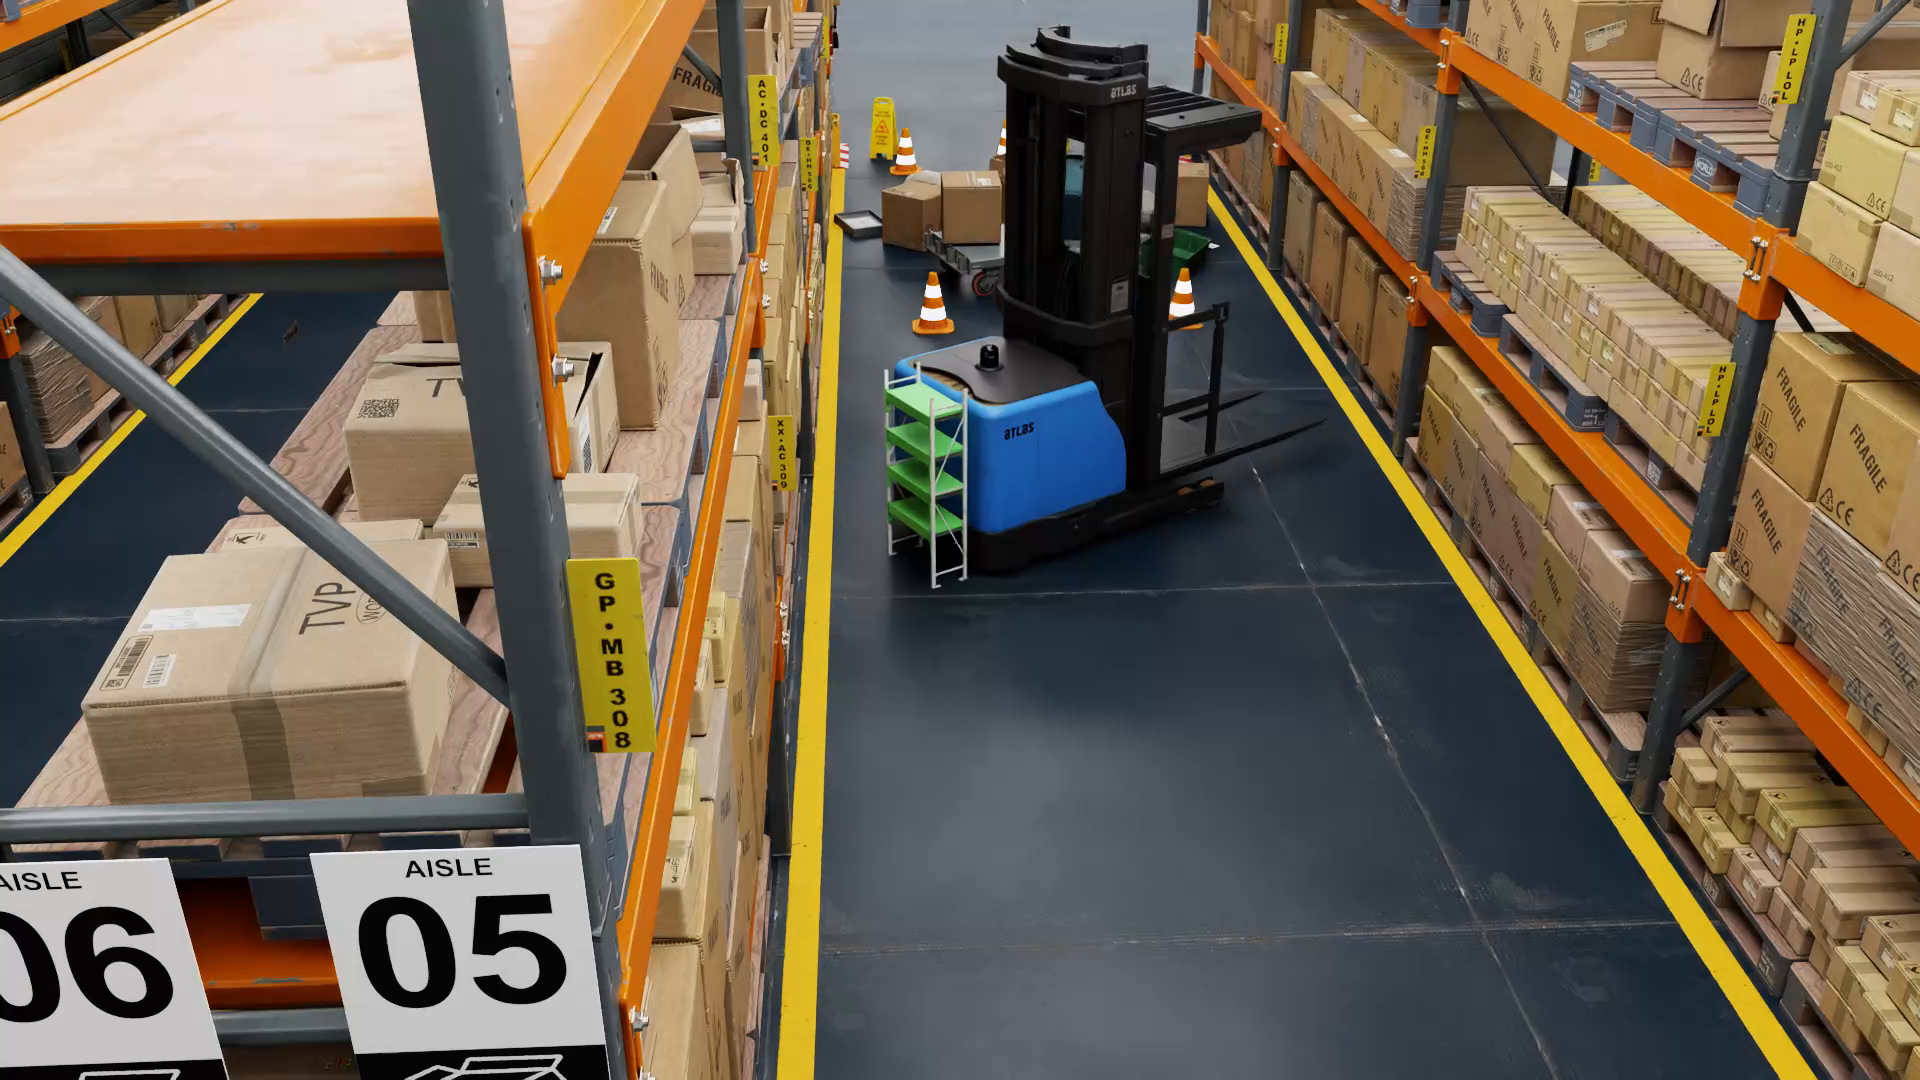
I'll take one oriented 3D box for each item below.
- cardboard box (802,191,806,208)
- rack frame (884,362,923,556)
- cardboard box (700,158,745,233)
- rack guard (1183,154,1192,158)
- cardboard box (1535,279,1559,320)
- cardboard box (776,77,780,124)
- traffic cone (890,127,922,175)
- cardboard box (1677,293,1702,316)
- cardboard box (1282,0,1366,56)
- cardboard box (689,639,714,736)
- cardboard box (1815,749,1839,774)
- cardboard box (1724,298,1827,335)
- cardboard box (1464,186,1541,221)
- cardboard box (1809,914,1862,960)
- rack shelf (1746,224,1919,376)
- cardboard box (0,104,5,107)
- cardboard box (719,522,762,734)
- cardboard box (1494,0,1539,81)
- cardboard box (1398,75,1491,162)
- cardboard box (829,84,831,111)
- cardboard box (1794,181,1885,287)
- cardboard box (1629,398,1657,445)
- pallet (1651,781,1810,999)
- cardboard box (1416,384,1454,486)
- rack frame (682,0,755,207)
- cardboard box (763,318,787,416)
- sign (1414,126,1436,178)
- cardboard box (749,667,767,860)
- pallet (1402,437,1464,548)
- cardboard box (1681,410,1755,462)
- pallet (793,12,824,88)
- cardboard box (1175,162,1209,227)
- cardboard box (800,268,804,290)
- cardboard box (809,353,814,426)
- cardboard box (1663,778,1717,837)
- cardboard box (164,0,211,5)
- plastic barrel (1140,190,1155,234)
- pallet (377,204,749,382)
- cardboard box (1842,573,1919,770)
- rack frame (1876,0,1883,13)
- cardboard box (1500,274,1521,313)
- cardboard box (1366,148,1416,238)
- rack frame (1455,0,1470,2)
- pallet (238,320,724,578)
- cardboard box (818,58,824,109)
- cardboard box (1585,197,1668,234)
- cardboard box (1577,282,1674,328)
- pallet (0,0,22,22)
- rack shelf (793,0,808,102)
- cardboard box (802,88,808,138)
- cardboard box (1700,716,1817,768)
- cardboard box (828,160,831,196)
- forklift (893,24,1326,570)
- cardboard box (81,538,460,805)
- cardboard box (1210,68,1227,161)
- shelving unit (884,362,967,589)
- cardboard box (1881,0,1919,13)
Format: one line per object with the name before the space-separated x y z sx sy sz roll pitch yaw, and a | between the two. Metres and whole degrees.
cardboard box | -1.248 -2.376 11.379 0.380 0.149 0.250 -1 28 -2
rack frame | -0.333 -0.468 9.850 0.240 1.200 0.015 -17 32 -29
cardboard box | -0.912 -1.126 5.505 0.396 0.266 0.258 -1 28 -1
rack guard | 3.045 -4.523 18.382 1.175 0.500 0.348 -1 28 -3
cardboard box | 3.358 -1.310 9.014 0.380 0.149 0.250 -2 28 -3
cardboard box | -0.981 -1.918 7.239 0.380 0.166 0.250 -3 28 -6
traffic cone | -0.581 -4.162 17.730 0.336 0.463 0.334 -1 28 -3
cardboard box | 4.028 -1.201 8.804 0.380 0.149 0.250 -2 28 -4
cardboard box | 3.270 -4.490 14.285 0.875 0.550 0.550 -1 28 -3
cardboard box | -0.851 0.389 4.369 0.380 0.149 0.250 -1 28 -2
cardboard box | 3.952 0.893 7.279 0.380 0.149 0.250 -1 28 -1
cardboard box | 4.056 -1.091 8.272 0.380 0.149 0.250 -2 28 -3
cardboard box | 3.295 -2.044 10.100 0.380 0.149 0.250 -1 28 -3
cardboard box | 3.526 1.521 6.397 0.380 0.149 0.250 0 28 0
rack shelf | 3.778 -0.166 4.859 1.077 0.370 4.000 -1 28 -3
cardboard box | -6.821 -3.060 12.064 0.380 0.149 0.250 -2 28 -3
cardboard box | -0.910 0.280 5.279 0.500 0.500 0.500 -1 28 -2
cardboard box | 3.262 -2.799 9.022 0.500 0.500 0.500 -1 28 -3
cardboard box | 3.423 -2.855 11.291 0.700 0.500 0.500 -2 28 -3
cardboard box | -1.589 -4.390 17.132 0.500 0.500 0.500 -1 28 -2
cardboard box | 3.434 -1.122 6.076 0.500 0.250 0.500 0 28 0
cardboard box | 3.429 -0.567 7.912 0.380 0.149 0.250 -1 28 -3
pallet | 3.744 1.467 7.209 1.003 0.211 1.213 -1 28 -3
cardboard box | 3.246 -0.671 10.542 0.500 0.500 0.500 -3 28 -5
rack frame | -1.265 -2.573 5.451 1.000 3.000 0.127 -1 28 -3
cardboard box | -1.001 -0.610 6.987 0.500 0.500 0.500 -1 28 -2
sign | 2.910 -2.424 10.403 0.100 0.325 0.005 -1 28 -3
cardboard box | -0.912 0.720 5.517 0.500 0.500 0.500 -2 28 -3
pallet | 3.504 -0.329 10.652 1.003 0.211 1.213 -1 28 -3
cardboard box | 3.455 -0.464 7.393 0.380 0.149 0.250 -1 28 -1
pallet | -1.387 -2.710 9.163 1.213 0.211 1.003 0 28 0
cardboard box | 2.150 -3.358 16.145 0.500 0.500 0.500 3 28 6
cardboard box | -1.188 -1.466 9.979 0.500 0.250 0.500 -2 28 -4
cardboard box | -1.493 -1.042 11.392 0.950 0.372 0.625 -3 28 -6
cardboard box | 3.371 1.175 7.382 0.380 0.149 0.250 -3 28 -5
cardboard box | -6.974 -4.799 15.077 0.380 0.149 0.250 -1 28 -1
plastic barrel | 1.664 -3.118 15.770 0.512 0.421 0.421 19 33 32
pallet | -1.233 -0.825 5.441 1.003 0.211 1.213 -1 28 -3
cardboard box | 3.471 0.442 5.730 0.500 0.500 0.500 -2 28 -4
rack frame | 8.214 -3.846 14.381 1.000 3.000 0.127 -1 28 -3
cardboard box | 3.330 -1.416 9.539 0.380 0.149 0.250 0 28 0
cardboard box | 3.148 -2.402 11.504 0.500 0.500 0.500 -1 28 -3
rack frame | 3.464 -4.586 9.312 1.000 3.000 0.127 -1 28 -3
pallet | -1.172 -0.263 4.363 1.003 0.211 1.213 -1 28 -3
cardboard box | -1.427 -3.993 14.233 0.500 0.500 0.500 -1 28 -3
cardboard box | 3.958 -1.933 9.887 0.380 0.149 0.250 -2 28 -3
cardboard box | 3.390 -1.200 8.481 0.380 0.149 0.250 -3 28 -5
pallet | -6.555 -3.196 10.094 1.213 0.211 1.003 0 28 0
rack shelf | -1.578 -3.694 11.624 1.077 0.370 4.000 -1 28 -3
cardboard box | -1.353 -3.052 11.975 0.500 0.500 0.500 -2 28 -5
cardboard box | 3.484 0.899 7.267 0.380 0.149 0.250 0 28 -1
cardboard box | -1.529 -3.574 16.377 0.500 0.250 0.500 -2 28 -4
forklift | 1.078 -1.645 10.234 3.031 2.935 1.130 -19 33 -31
cardboard box | -1.169 0.235 2.912 0.500 0.250 0.500 -4 28 -7
cardboard box | 3.148 -4.553 17.580 0.875 0.875 0.875 -1 28 -2
shelving unit | -0.198 -0.374 9.670 0.258 1.200 0.503 -17 32 -29
cardboard box | 8.116 -3.928 13.435 1.000 1.000 1.000 -1 28 -2
